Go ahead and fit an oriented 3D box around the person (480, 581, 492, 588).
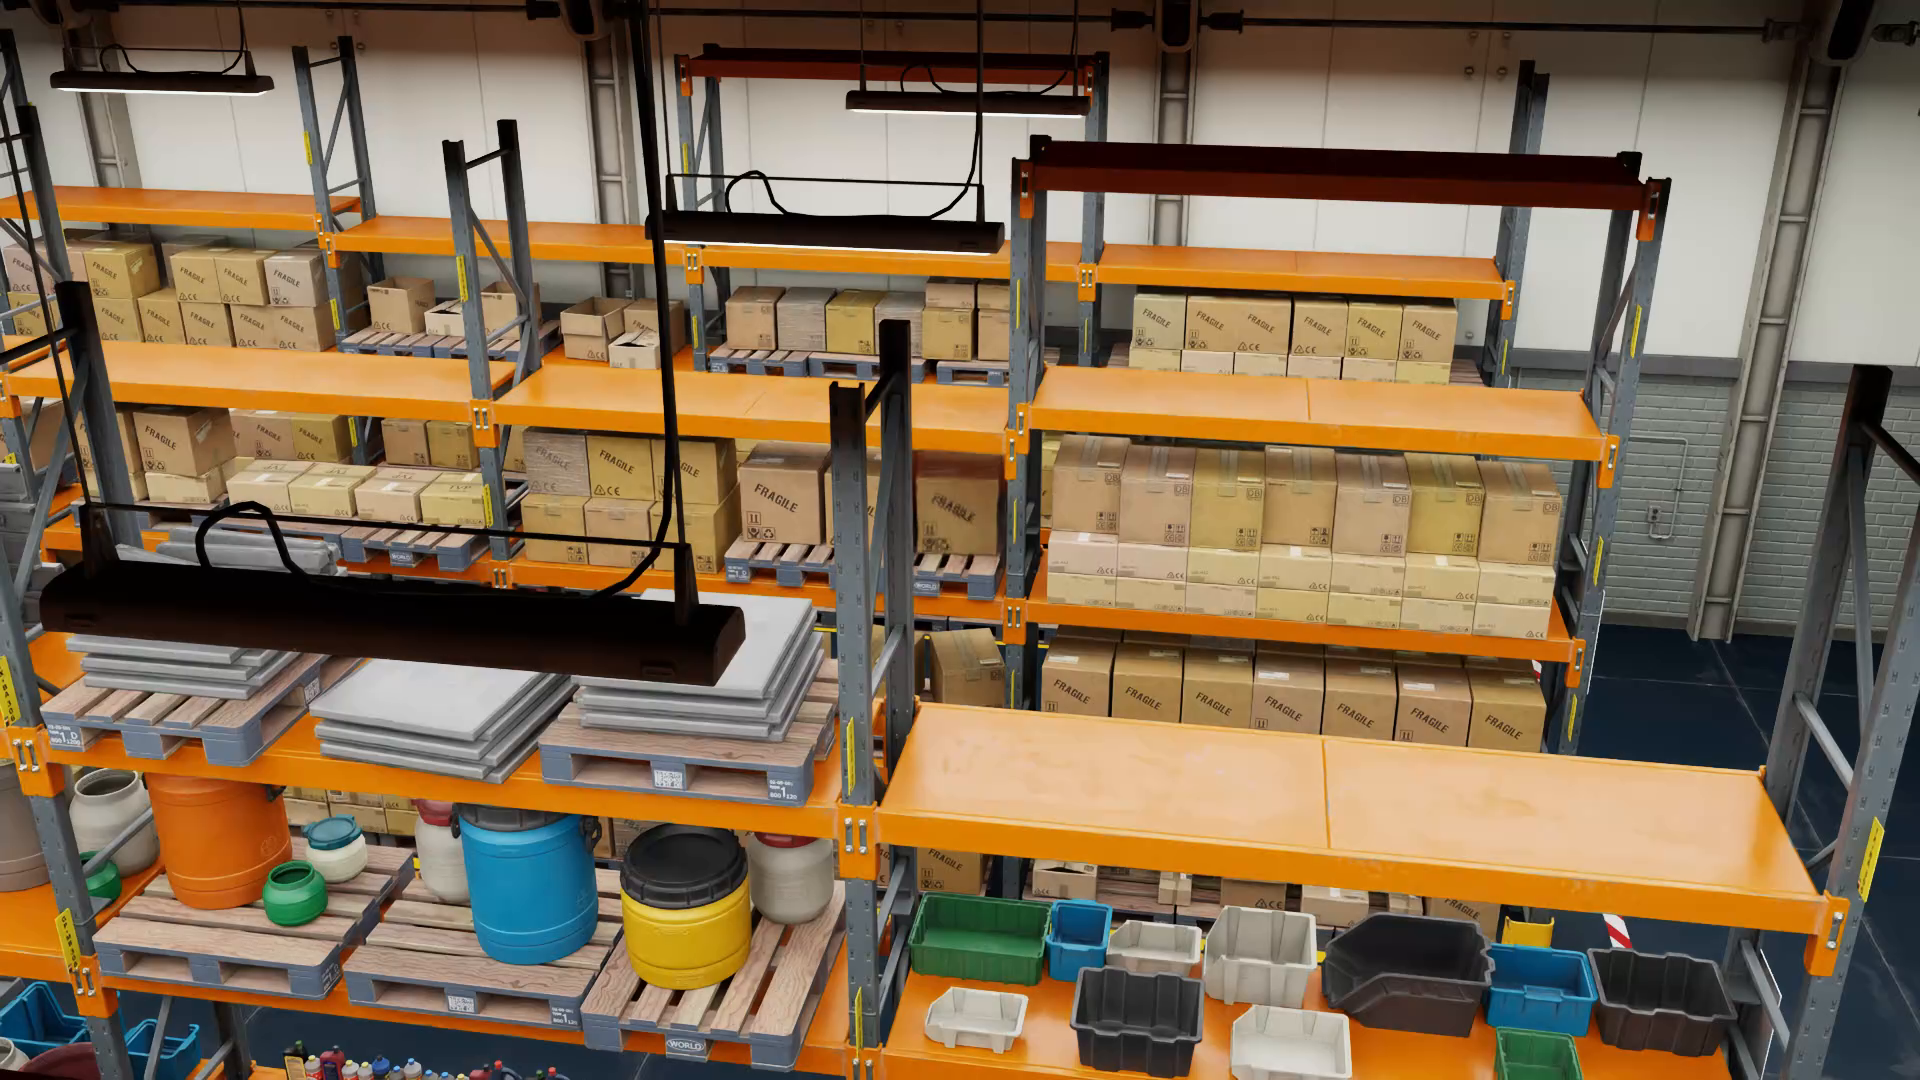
[{"bbox_3d":[-4.175,1.056,15.718,0.569,1.708,0.603,-3,23,-8],"label":"person"}]
